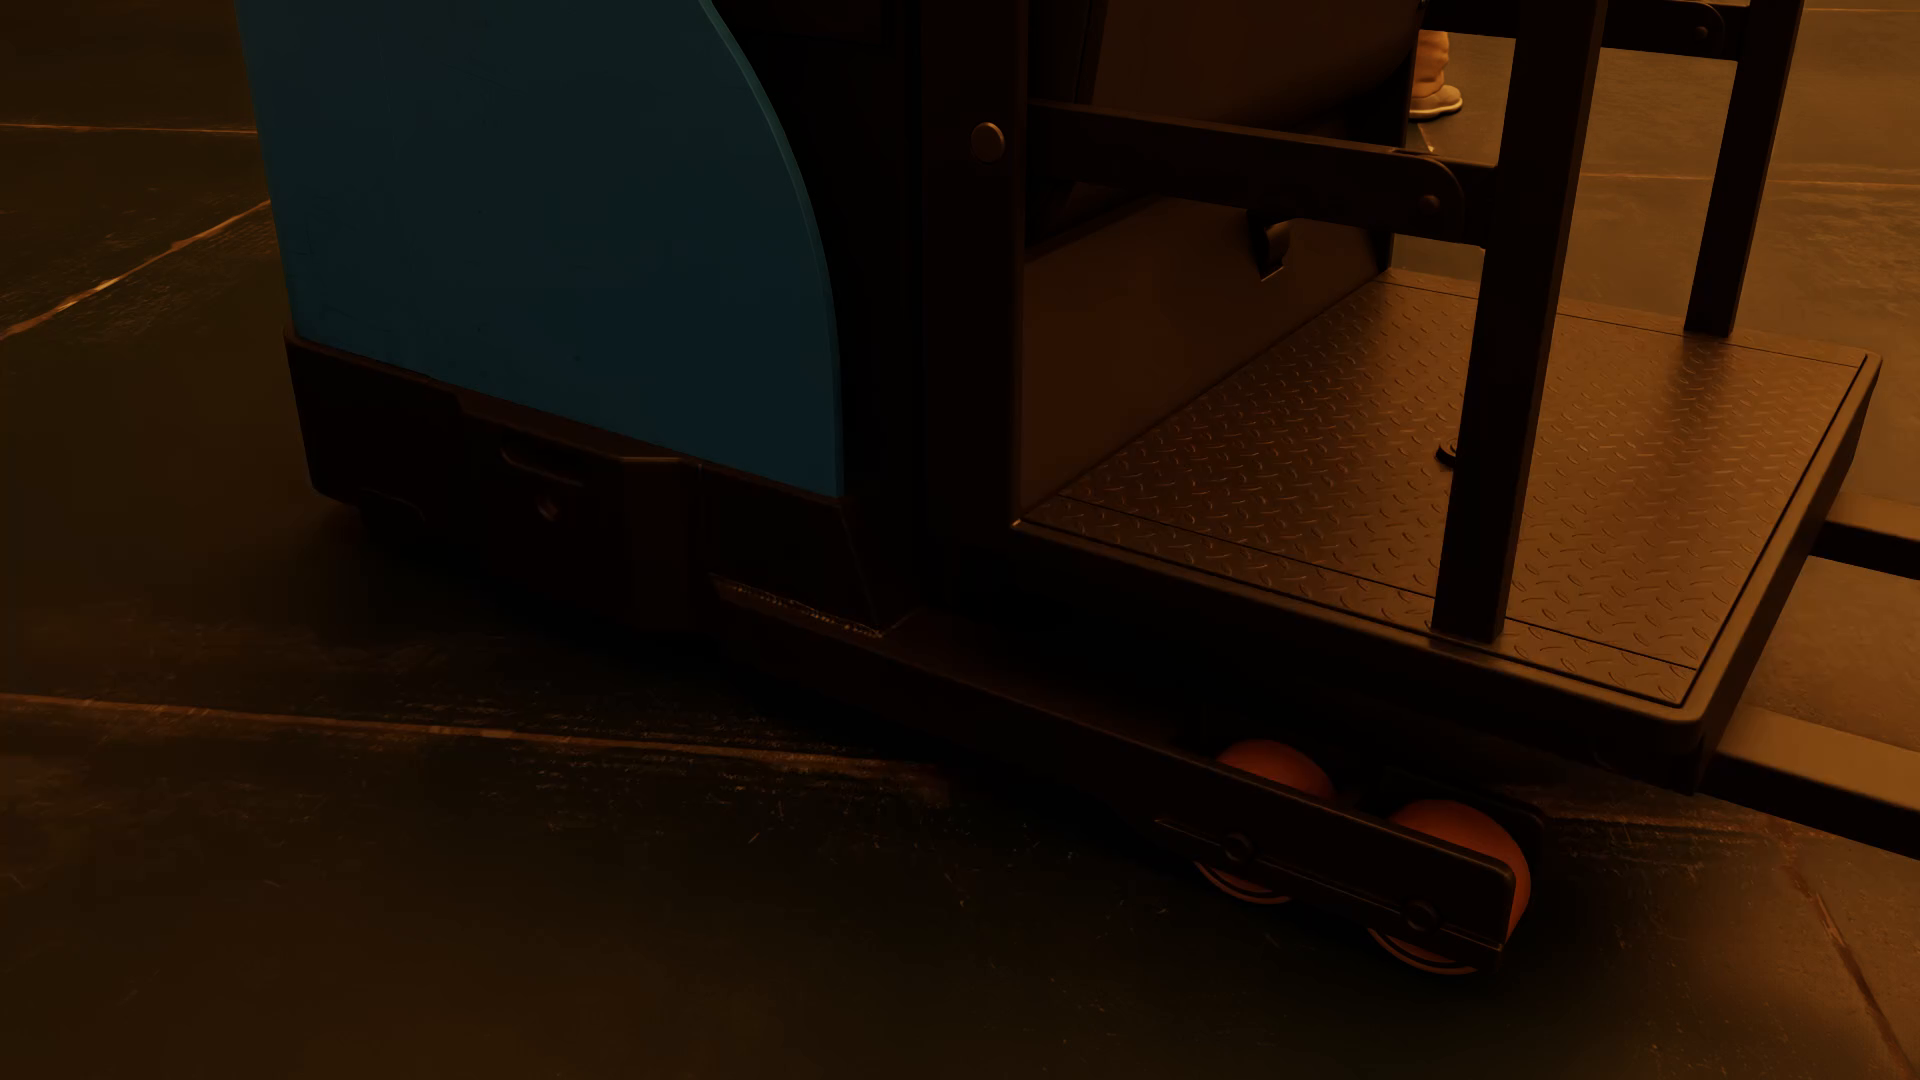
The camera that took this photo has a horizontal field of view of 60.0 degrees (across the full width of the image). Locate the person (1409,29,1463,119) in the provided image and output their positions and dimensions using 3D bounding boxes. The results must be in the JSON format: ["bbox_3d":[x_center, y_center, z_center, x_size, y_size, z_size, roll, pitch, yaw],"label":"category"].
[{"bbox_3d":[1.263,-2.118,4.814,0.586,1.727,0.398,11,28,20],"label":"person"}]

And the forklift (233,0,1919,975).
[{"bbox_3d":[0.521,-1.155,1.532,3.031,2.935,1.130,17,31,30],"label":"forklift"}]
